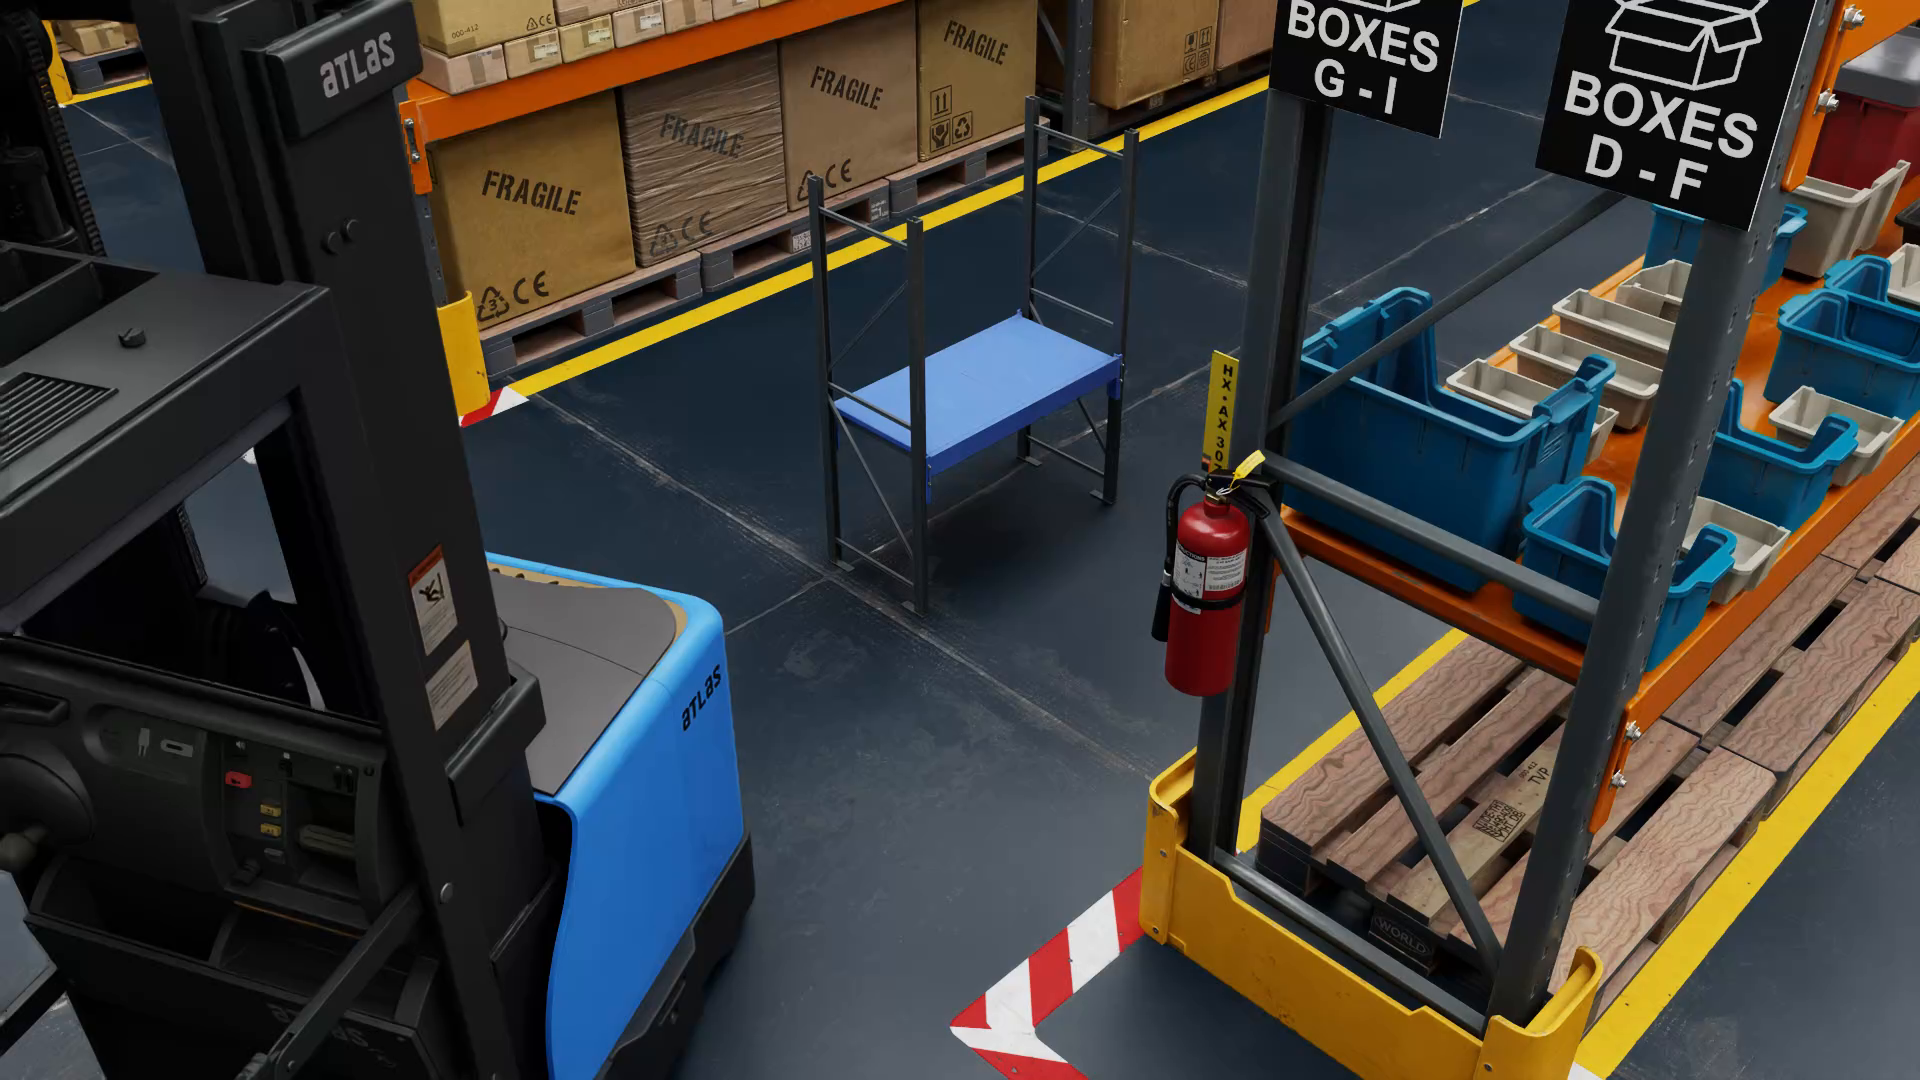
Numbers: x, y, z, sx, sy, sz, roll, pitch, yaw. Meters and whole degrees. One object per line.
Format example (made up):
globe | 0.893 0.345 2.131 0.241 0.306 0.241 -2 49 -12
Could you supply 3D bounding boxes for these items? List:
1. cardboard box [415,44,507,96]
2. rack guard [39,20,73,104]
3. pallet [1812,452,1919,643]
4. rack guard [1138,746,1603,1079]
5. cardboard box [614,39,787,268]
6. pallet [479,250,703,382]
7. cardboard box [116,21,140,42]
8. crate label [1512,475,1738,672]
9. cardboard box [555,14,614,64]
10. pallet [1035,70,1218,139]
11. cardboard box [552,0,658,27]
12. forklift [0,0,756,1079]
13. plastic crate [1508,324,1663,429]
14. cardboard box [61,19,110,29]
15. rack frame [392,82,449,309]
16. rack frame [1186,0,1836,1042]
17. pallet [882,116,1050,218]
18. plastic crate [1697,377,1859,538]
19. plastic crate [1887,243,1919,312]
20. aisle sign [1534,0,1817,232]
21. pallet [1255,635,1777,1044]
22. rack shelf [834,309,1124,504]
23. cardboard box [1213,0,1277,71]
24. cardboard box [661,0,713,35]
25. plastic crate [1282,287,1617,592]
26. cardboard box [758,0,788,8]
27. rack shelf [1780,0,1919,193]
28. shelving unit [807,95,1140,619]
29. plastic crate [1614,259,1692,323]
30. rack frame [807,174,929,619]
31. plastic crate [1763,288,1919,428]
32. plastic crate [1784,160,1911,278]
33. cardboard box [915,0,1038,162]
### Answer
cardboard box | -2.010 -1.906 6.580 0.250 0.149 0.380 -29 44 -35
rack guard | -5.890 -3.043 10.176 1.175 0.500 0.348 30 45 35
pallet | 3.348 -0.167 6.305 1.003 0.211 1.213 30 45 35
rack guard | 1.013 1.039 4.323 1.175 0.500 0.348 30 45 35
cardboard box | -1.459 -1.960 7.928 0.875 0.875 0.875 30 45 35
pallet | -1.987 -1.210 7.800 1.003 0.211 1.213 30 45 35
cardboard box | -5.221 -3.263 10.432 0.380 0.149 0.250 29 44 35
crate label | 1.428 0.075 3.614 0.416 0.233 0.303 30 45 35
cardboard box | -1.650 -2.114 6.879 0.380 0.149 0.250 28 44 34
pallet | 0.814 -2.821 10.111 1.003 0.211 1.213 30 45 35
cardboard box | -1.603 -2.358 6.880 0.500 0.250 0.500 29 44 35
forklift | -1.530 0.540 2.913 1.130 2.935 3.031 11 36 15
plastic crate | 1.681 -0.434 4.428 0.396 0.136 0.243 30 45 35
cardboard box | -5.392 -3.272 10.184 0.250 0.149 0.380 -28 44 -34
rack frame | -2.495 -1.998 6.492 1.000 3.000 0.127 30 45 35
rack frame | 1.020 -0.001 3.630 1.000 3.000 0.127 30 45 35
pallet | -0.268 -2.200 9.221 1.003 0.211 1.213 30 45 35
plastic crate | 1.892 -0.192 3.997 0.416 0.233 0.300 30 45 35
plastic crate | 2.825 -0.713 4.829 0.293 0.136 0.466 30 45 35
aisle sign | 1.180 -0.919 2.672 0.394 0.787 0.004 30 45 35
pallet | 1.629 0.823 4.885 1.003 0.211 1.213 30 45 35
rack shelf | 0.060 -0.502 5.974 0.538 0.185 1.000 30 45 35
cardboard box | 1.389 -3.553 10.213 1.225 0.875 0.875 28 44 34
cardboard box | -1.288 -2.323 7.179 0.380 0.149 0.250 29 44 34
plastic crate | 1.124 -0.252 3.905 0.616 0.435 0.499 30 45 35
cardboard box | -0.927 -2.531 7.476 0.380 0.149 0.250 28 44 34
rack shelf | 2.429 -1.748 4.142 1.077 0.370 4.000 30 45 35
shelving unit | 0.060 -0.650 5.871 0.538 1.500 1.048 30 45 35
plastic crate | 2.055 -0.684 4.787 0.298 0.136 0.250 30 45 35
rack frame | -0.298 -0.443 5.575 0.500 1.500 0.032 30 45 35
plastic crate | 2.356 -0.459 4.380 0.416 0.233 0.300 30 45 35
plastic crate | 2.632 -1.055 5.192 0.437 0.282 0.530 30 45 35
cardboard box | -0.198 -2.686 8.970 0.875 0.875 0.875 30 45 35
